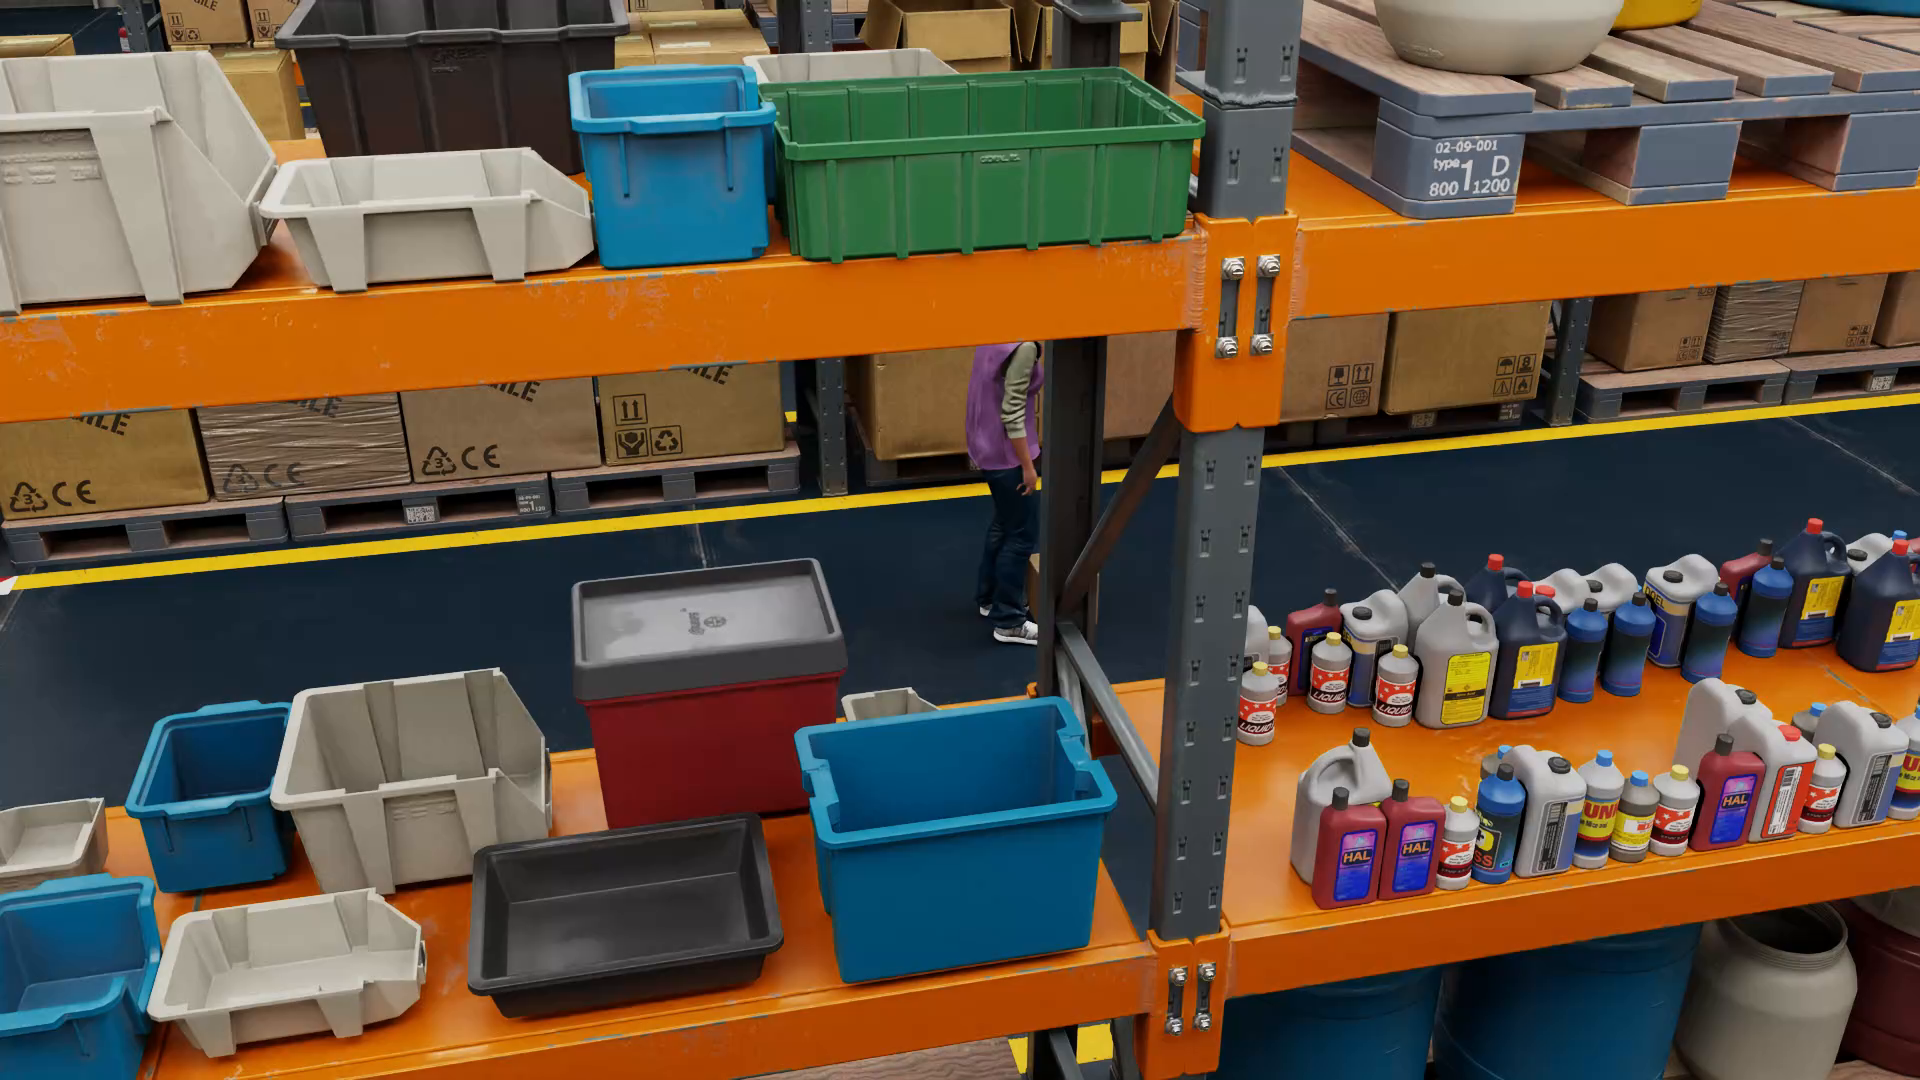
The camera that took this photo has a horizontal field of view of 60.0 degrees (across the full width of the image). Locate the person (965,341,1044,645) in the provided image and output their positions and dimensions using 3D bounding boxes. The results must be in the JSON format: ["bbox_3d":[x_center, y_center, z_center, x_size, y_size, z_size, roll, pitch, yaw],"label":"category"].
[{"bbox_3d":[0.207,-0.353,6.818,0.348,1.593,0.459,-6,28,-12],"label":"person"}]
